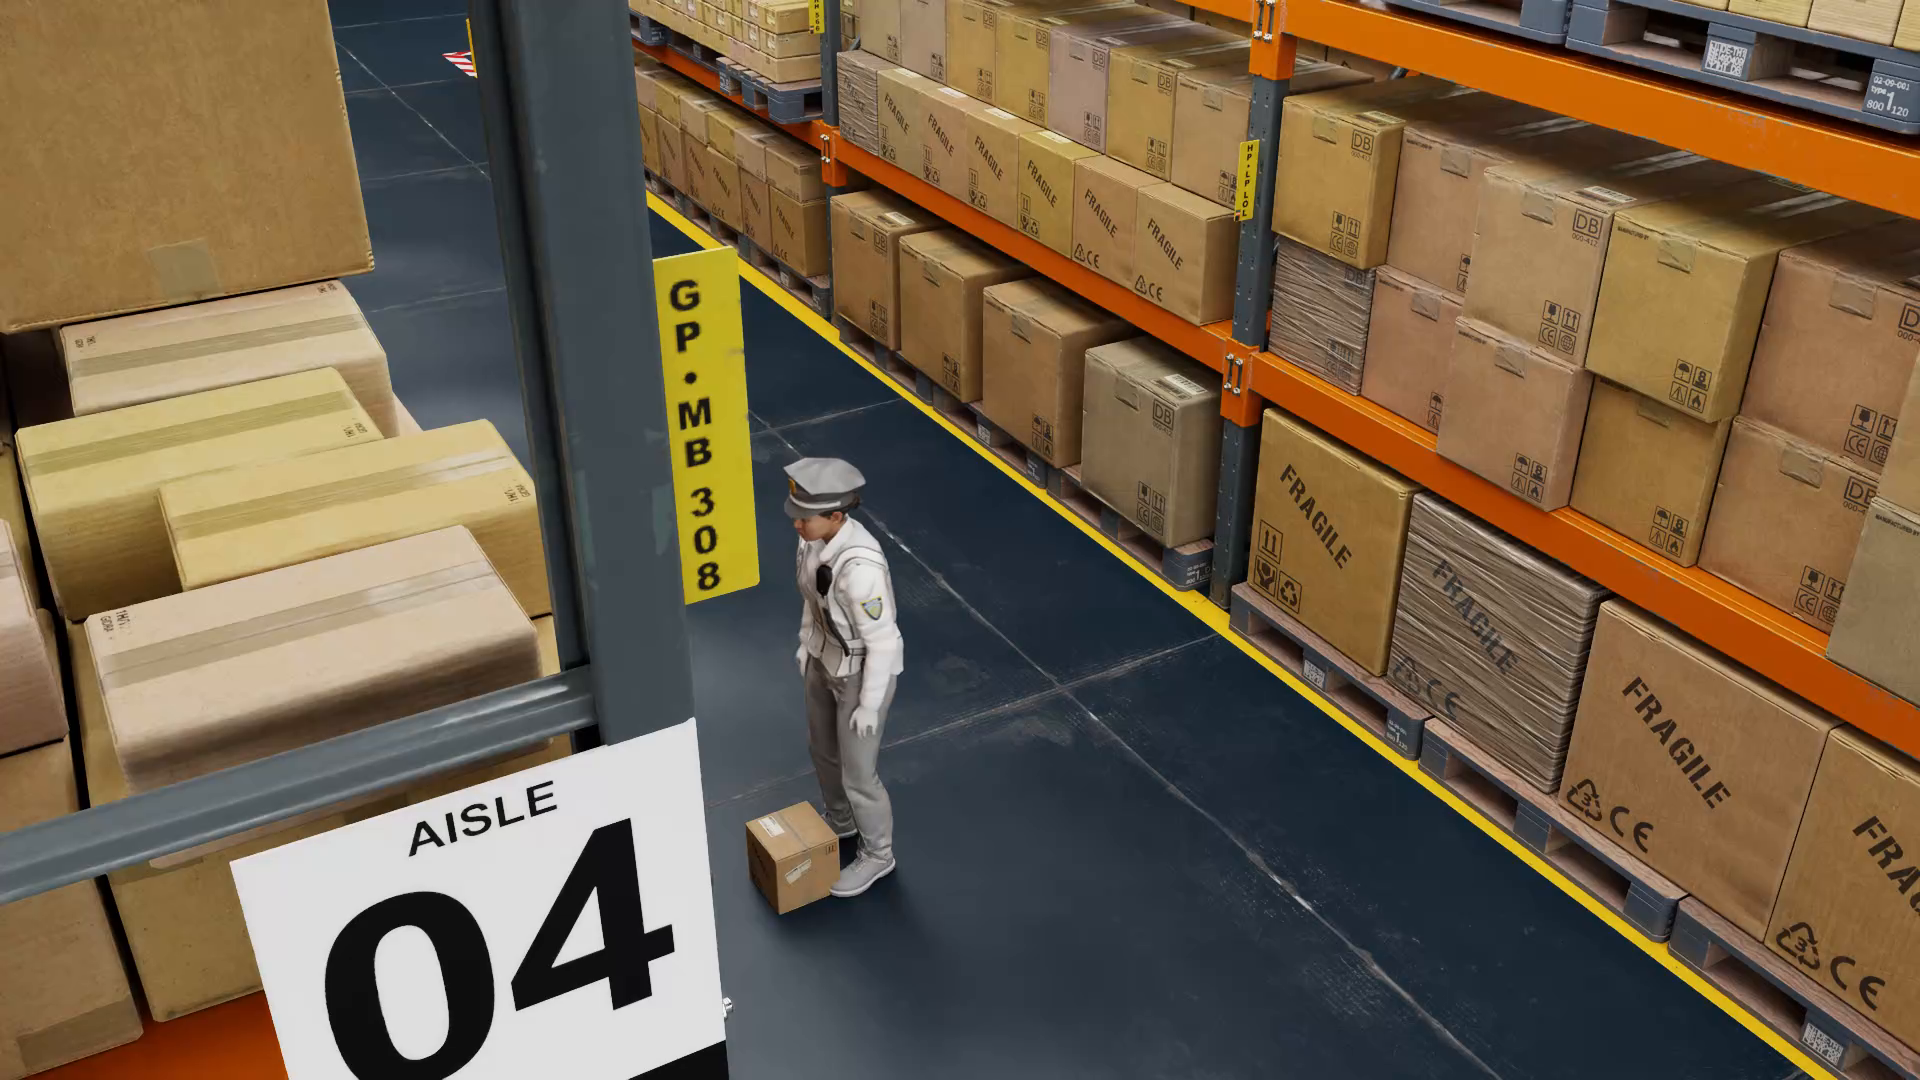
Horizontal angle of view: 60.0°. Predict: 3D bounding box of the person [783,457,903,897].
[{"bbox_3d":[-0.404,0.469,5.782,0.378,1.663,0.531,-16,33,-27],"label":"person"}]
